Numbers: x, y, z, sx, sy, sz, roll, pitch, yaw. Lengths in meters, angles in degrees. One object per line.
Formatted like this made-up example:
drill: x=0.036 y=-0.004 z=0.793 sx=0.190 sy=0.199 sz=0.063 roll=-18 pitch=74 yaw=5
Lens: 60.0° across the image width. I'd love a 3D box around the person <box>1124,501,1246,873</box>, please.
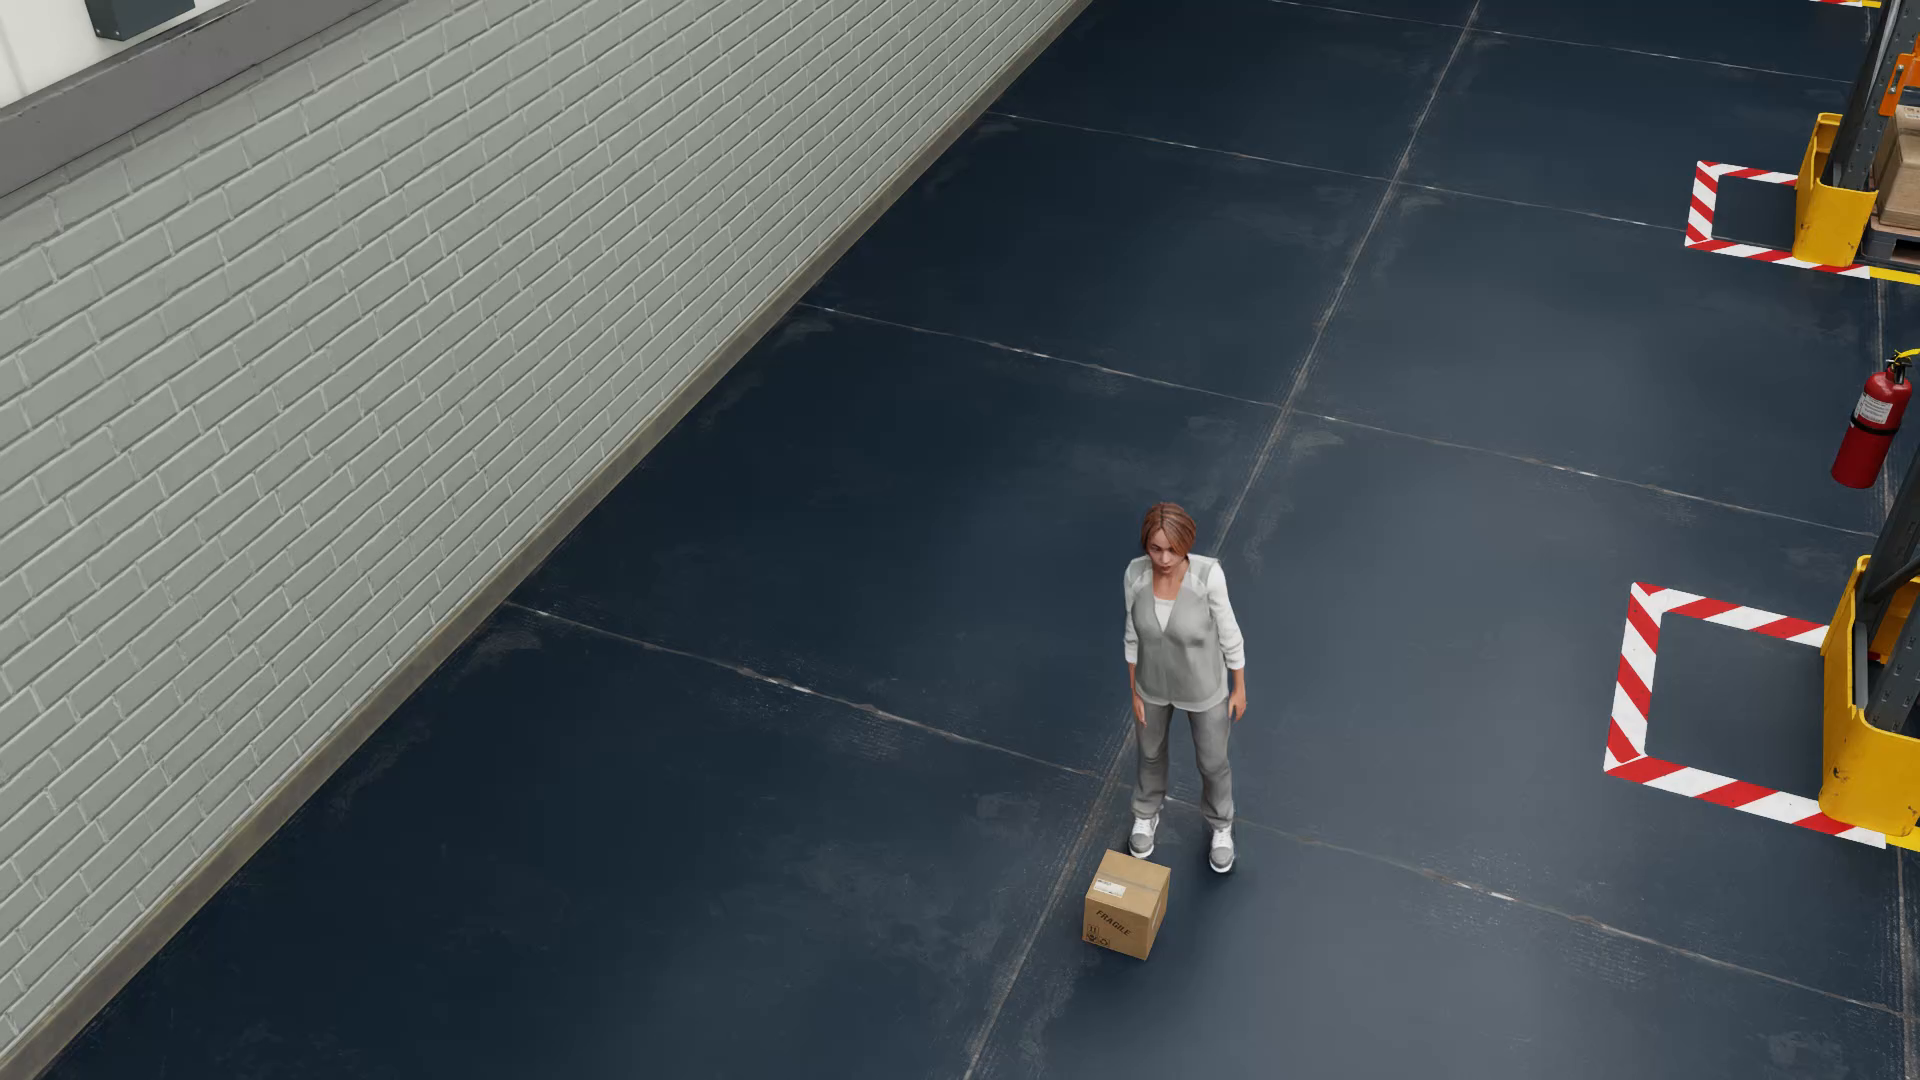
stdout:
person: x=0.828 y=0.555 z=6.099 sx=0.540 sy=1.598 sz=0.332 roll=15 pitch=41 yaw=19
